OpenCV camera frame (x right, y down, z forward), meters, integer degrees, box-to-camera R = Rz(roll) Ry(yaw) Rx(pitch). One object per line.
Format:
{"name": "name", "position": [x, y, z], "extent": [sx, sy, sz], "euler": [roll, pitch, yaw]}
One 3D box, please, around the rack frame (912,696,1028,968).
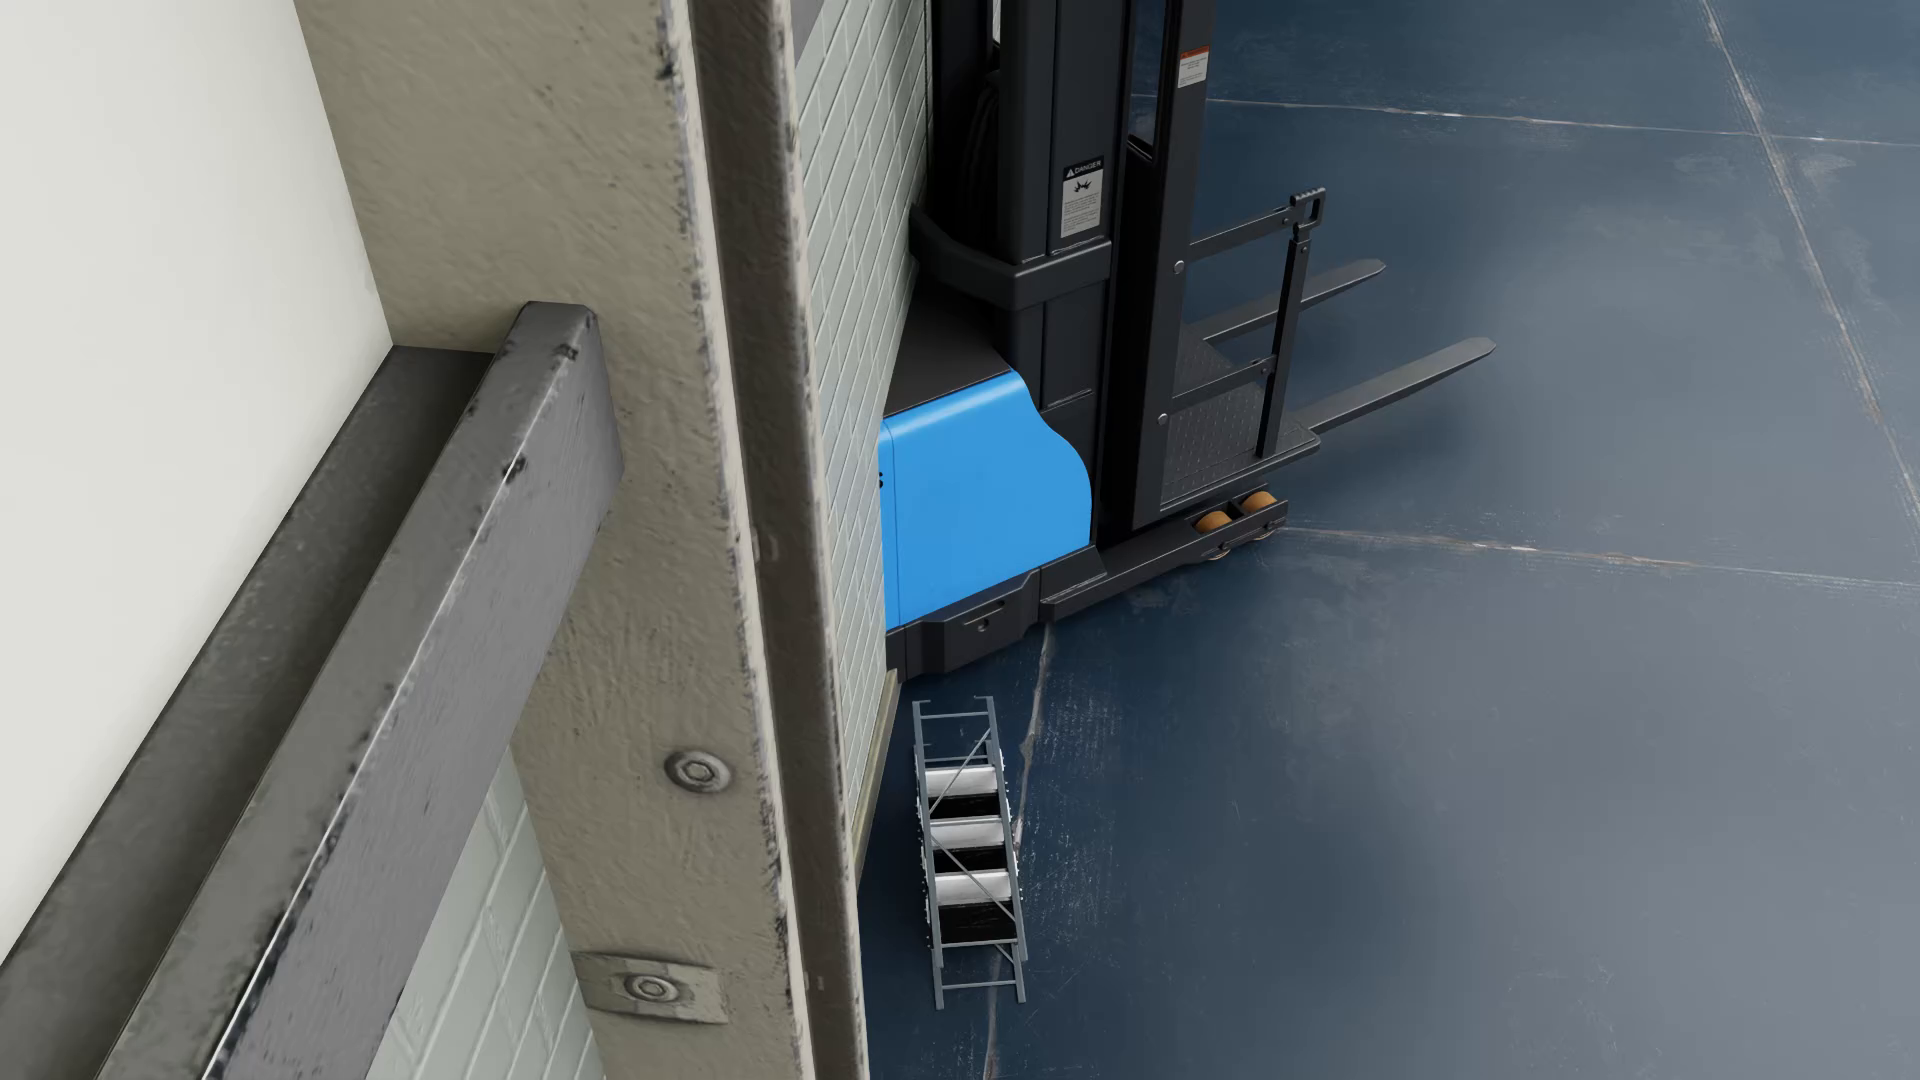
{"name": "rack frame", "position": [0.017, 0.784, 4.616], "extent": [0.240, 0.006, 0.900], "euler": [-3, 44, -4]}

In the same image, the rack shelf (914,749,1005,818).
{"name": "rack shelf", "position": [-0.002, 0.710, 4.839], "extent": [0.258, 0.200, 0.077], "euler": [-3, 44, -4]}

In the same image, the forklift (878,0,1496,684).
{"name": "forklift", "position": [0.533, -1.286, 4.976], "extent": [3.031, 2.935, 1.130], "euler": [-23, 48, -22]}

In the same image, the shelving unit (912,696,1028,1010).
{"name": "shelving unit", "position": [0.017, 0.857, 4.686], "extent": [0.258, 0.210, 0.900], "euler": [-3, 44, -4]}

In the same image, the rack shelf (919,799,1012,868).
{"name": "rack shelf", "position": [0.014, 0.834, 4.710], "extent": [0.258, 0.200, 0.077], "euler": [-3, 44, -4]}

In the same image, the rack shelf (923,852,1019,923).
{"name": "rack shelf", "position": [0.030, 0.959, 4.581], "extent": [0.258, 0.200, 0.077], "euler": [-3, 44, -4]}

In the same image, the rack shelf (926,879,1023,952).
{"name": "rack shelf", "position": [0.038, 1.021, 4.517], "extent": [0.258, 0.200, 0.077], "euler": [-3, 44, -4]}

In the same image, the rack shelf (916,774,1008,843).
{"name": "rack shelf", "position": [0.006, 0.772, 4.775], "extent": [0.258, 0.200, 0.077], "euler": [-3, 44, -4]}

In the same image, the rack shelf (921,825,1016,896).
{"name": "rack shelf", "position": [0.022, 0.896, 4.646], "extent": [0.258, 0.200, 0.077], "euler": [-3, 44, -4]}

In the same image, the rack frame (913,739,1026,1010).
{"name": "rack frame", "position": [0.017, 0.930, 4.757], "extent": [0.240, 0.006, 0.900], "euler": [-3, 44, -4]}
